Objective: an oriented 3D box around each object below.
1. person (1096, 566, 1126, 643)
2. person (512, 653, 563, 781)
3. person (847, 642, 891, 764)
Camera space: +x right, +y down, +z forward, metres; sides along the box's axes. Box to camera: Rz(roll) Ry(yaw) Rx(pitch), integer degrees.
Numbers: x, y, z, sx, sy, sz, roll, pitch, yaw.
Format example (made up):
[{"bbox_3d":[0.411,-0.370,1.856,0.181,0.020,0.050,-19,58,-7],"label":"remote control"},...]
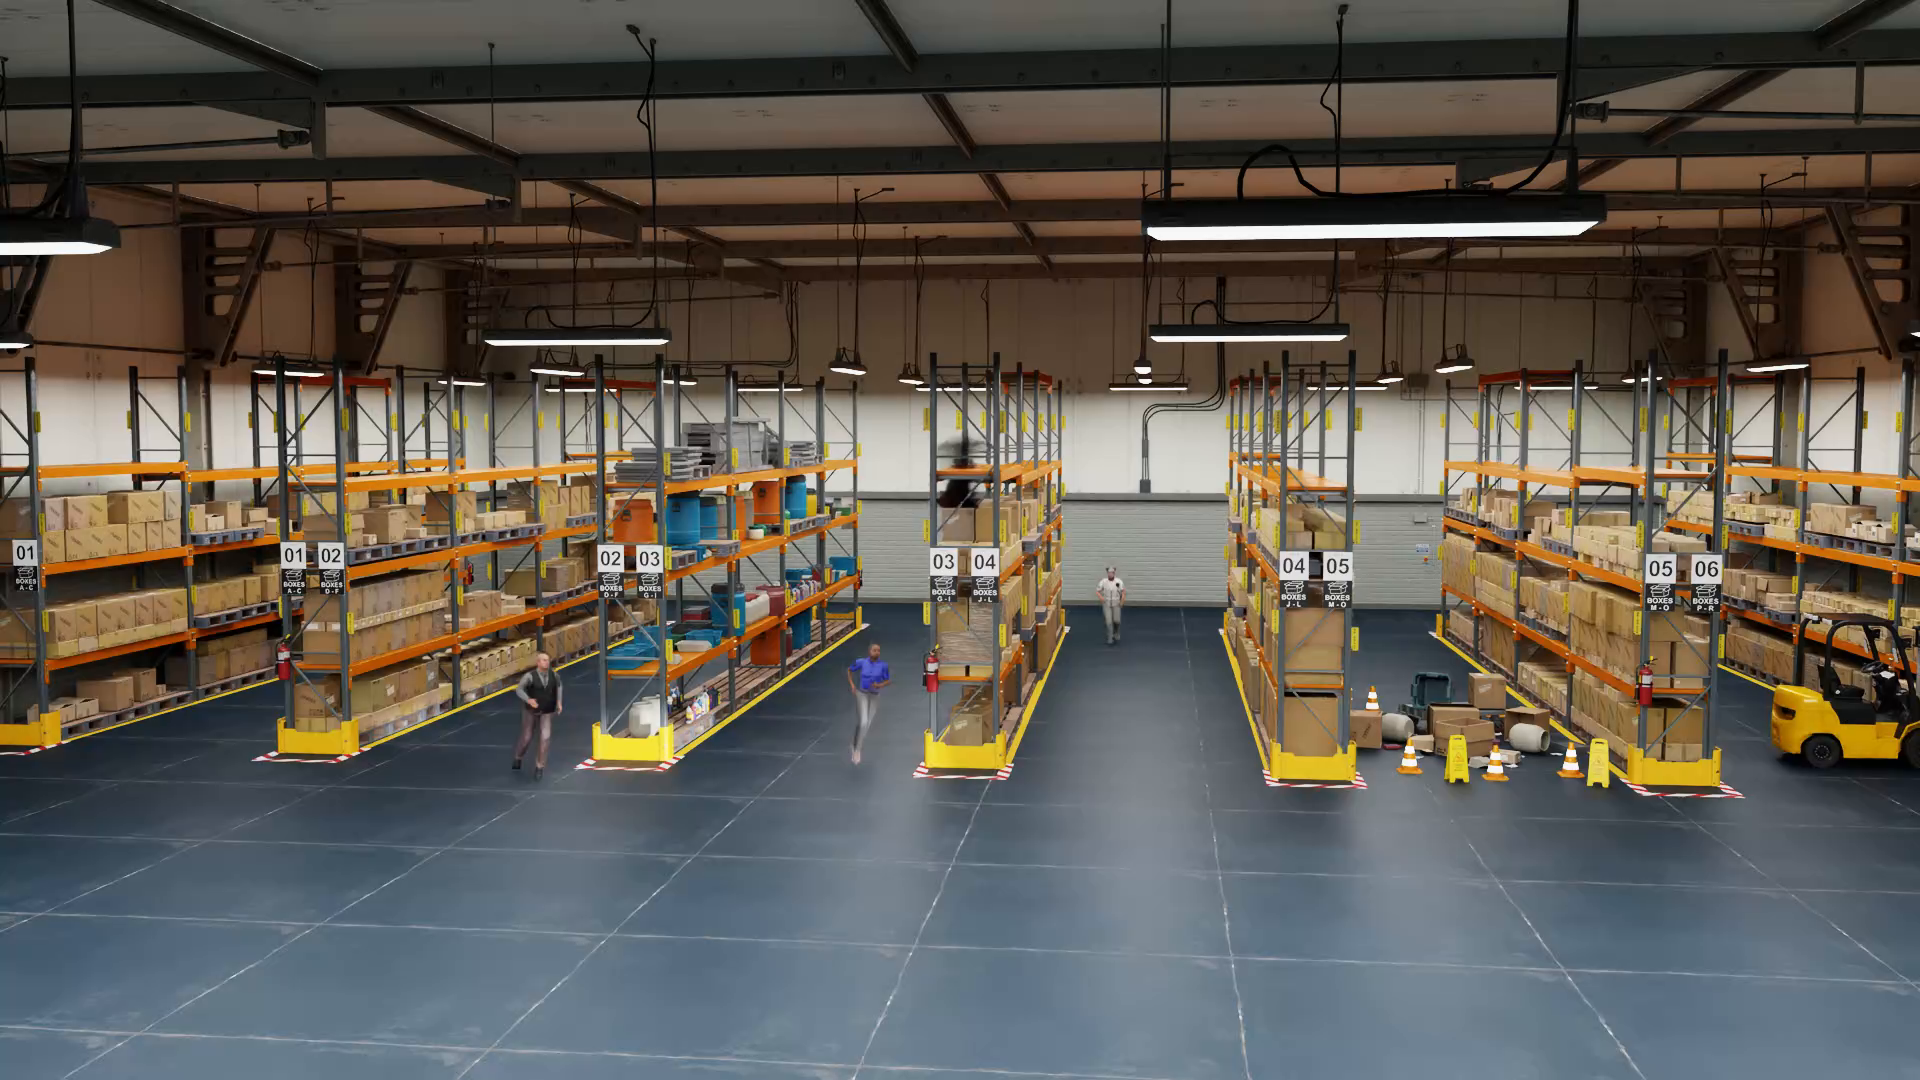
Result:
[{"bbox_3d":[3.424,1.464,37.749,0.672,1.749,0.596,0,4,5],"label":"person"},{"bbox_3d":[-5.971,2.483,23.646,0.734,1.739,0.839,-2,4,-25],"label":"person"},{"bbox_3d":[-1.308,2.288,23.603,0.590,1.696,0.655,-2,4,-22],"label":"person"}]
